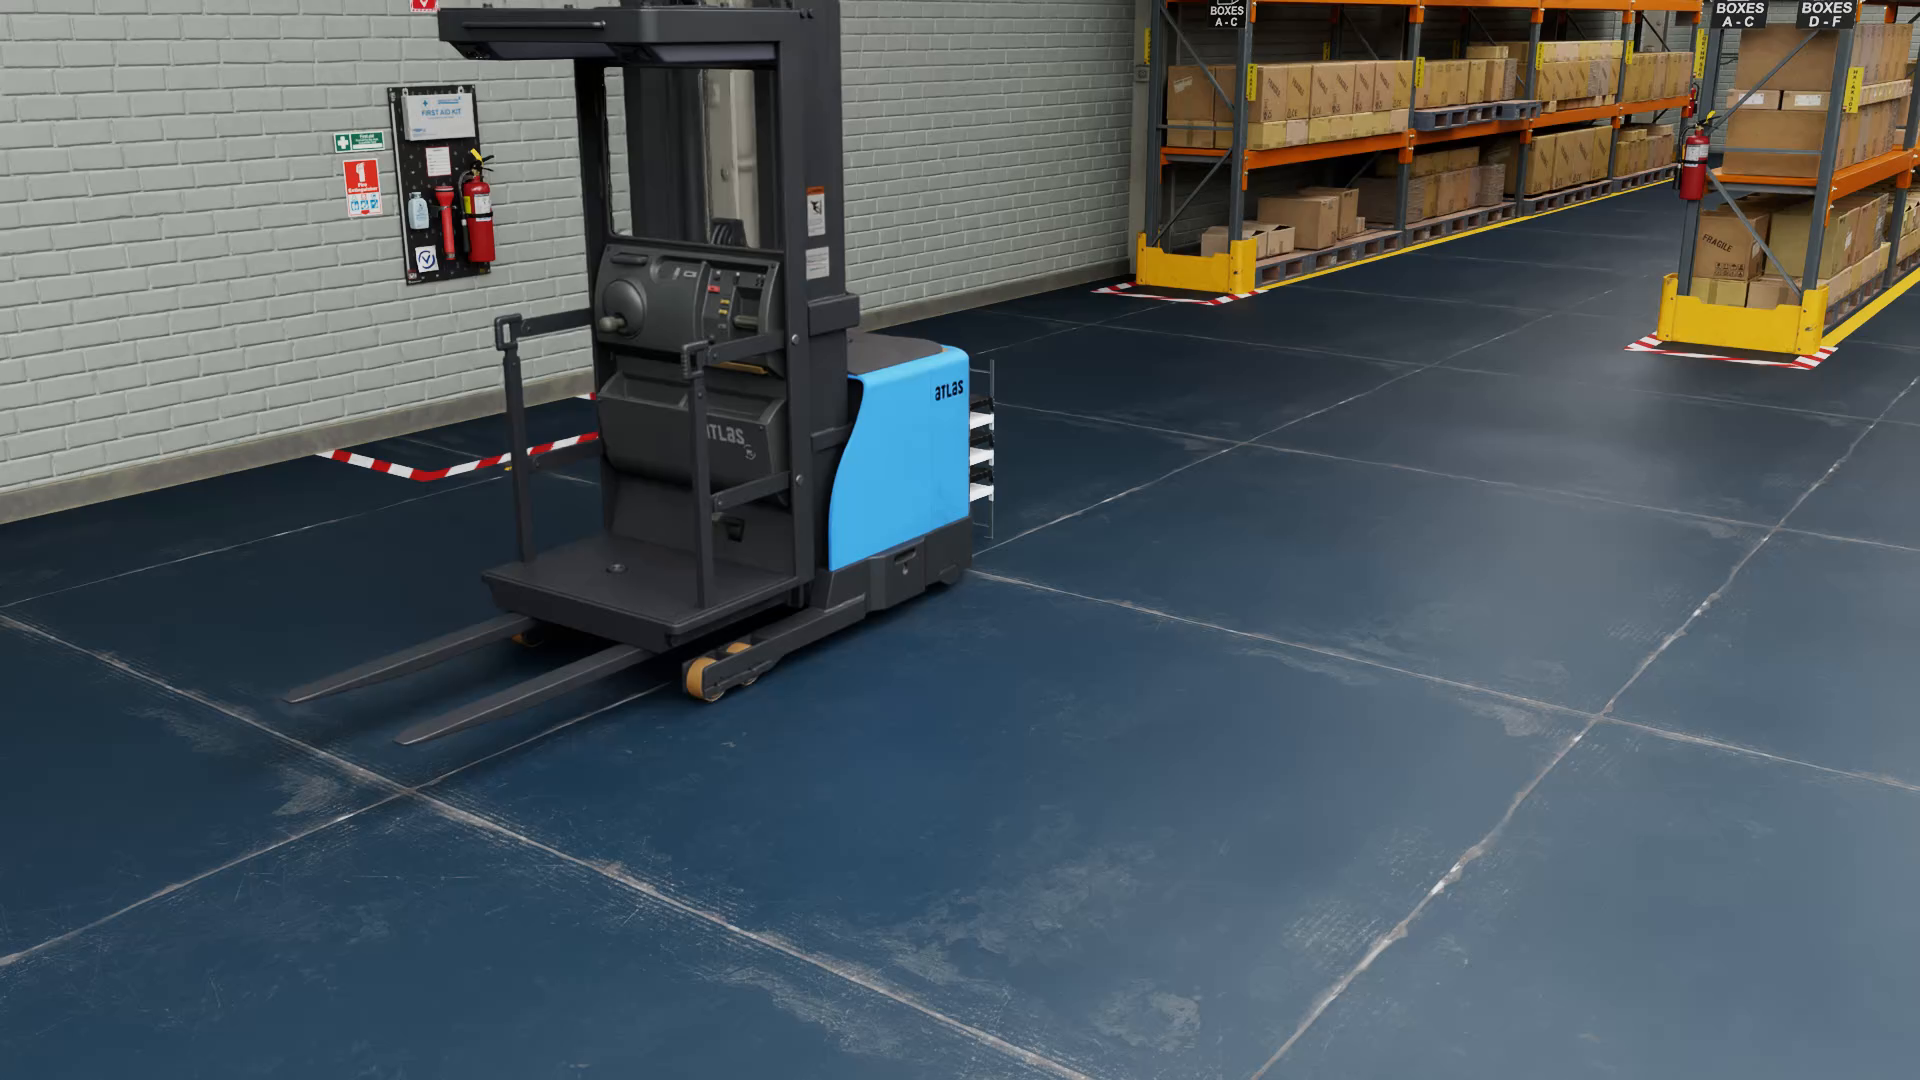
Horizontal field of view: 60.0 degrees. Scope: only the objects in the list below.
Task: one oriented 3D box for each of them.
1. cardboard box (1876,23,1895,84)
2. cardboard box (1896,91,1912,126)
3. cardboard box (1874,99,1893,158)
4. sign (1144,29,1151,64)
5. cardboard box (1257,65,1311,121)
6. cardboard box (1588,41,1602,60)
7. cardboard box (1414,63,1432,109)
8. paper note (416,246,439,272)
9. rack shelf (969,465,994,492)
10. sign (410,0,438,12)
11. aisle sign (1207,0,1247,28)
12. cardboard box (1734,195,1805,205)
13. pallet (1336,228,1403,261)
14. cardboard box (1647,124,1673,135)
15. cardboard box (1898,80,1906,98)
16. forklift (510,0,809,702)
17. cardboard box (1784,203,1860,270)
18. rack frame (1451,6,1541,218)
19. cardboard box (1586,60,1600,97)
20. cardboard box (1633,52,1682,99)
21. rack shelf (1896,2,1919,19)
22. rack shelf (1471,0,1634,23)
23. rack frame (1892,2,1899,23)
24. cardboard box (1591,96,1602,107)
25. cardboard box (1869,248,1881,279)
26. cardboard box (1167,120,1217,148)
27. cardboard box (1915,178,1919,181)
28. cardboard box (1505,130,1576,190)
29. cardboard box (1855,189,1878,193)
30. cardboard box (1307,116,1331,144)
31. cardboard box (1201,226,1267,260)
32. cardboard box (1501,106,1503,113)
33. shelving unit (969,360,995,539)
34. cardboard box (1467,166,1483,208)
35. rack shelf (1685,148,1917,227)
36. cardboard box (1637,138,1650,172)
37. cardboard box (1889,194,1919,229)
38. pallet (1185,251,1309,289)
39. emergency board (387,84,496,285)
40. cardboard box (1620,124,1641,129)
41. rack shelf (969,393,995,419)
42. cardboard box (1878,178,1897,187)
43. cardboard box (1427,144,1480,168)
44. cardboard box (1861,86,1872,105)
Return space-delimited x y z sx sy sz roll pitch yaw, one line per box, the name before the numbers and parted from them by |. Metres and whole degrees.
cardboard box | 7.737 -4.274 14.593 0.700 0.500 0.500 12 21 35
cardboard box | 9.380 -4.307 16.885 0.500 0.500 0.500 14 22 39
cardboard box | 8.027 -3.768 15.149 0.700 0.500 0.500 12 21 34
sign | 1.798 -4.682 15.777 0.100 0.325 0.005 12 21 35
cardboard box | 3.060 -4.348 16.141 0.500 0.500 0.500 12 21 35
cardboard box | 8.692 -6.893 23.413 0.500 0.250 0.500 13 21 36
cardboard box | 4.945 -5.201 19.023 0.700 0.500 0.500 12 21 35
paper note | -3.285 -1.733 10.252 0.016 0.148 0.142 12 21 35
rack shelf | 0.005 -0.314 8.153 0.258 0.077 0.200 12 21 35
sign | -3.209 -3.306 9.925 0.001 0.298 0.199 12 21 35
aisle sign | 2.429 -5.046 15.053 0.394 0.787 0.004 12 21 35
cardboard box | 7.176 -2.786 14.821 0.500 0.500 0.500 12 21 35
pallet | 4.243 -3.330 18.611 1.003 0.211 1.213 12 21 35
cardboard box | 11.498 -6.755 27.352 0.380 0.149 0.250 12 21 34
cardboard box | 8.456 -4.150 15.286 0.380 0.149 0.250 12 21 34
forklift | -1.203 -0.951 6.366 1.121 2.935 3.031 12 21 33
cardboard box | 7.294 -2.575 14.143 0.500 0.500 0.500 12 21 35
rack frame | 6.998 -5.780 21.800 1.000 3.000 0.127 12 21 35
cardboard box | 8.707 -6.537 23.531 0.500 0.500 0.500 12 21 35
cardboard box | 11.044 -7.531 26.930 0.980 0.700 0.700 12 21 34
rack shelf | 12.170 -6.471 20.180 1.077 0.370 4.000 12 21 35
rack shelf | 8.190 -7.346 22.996 1.077 0.370 4.000 12 21 35
rack frame | 10.979 -4.906 18.984 1.000 3.000 0.127 12 21 35
cardboard box | 8.975 -6.301 23.866 0.380 0.149 0.250 12 21 35
cardboard box | 8.189 -2.574 15.404 0.500 0.250 0.500 12 21 35
cardboard box | 2.354 -3.959 16.152 0.500 0.250 0.500 13 21 35
cardboard box | 11.479 -3.980 19.476 0.500 0.500 0.500 14 22 37
cardboard box | 8.069 -5.314 23.214 0.750 0.750 0.750 12 21 34
cardboard box | 9.513 -3.618 17.820 0.500 0.311 0.500 12 21 34
cardboard box | 3.383 -4.120 16.671 0.500 0.250 0.500 12 21 34
cardboard box | 2.716 -2.950 16.477 0.500 0.311 0.500 10 20 29
cardboard box | 7.380 -5.708 21.955 0.380 0.149 0.250 12 21 34
shelving unit | -7.680 1.249 2.705 6.000 0.900 18.469 12 21 35
cardboard box | 20.828 -3.987 15.739 30.589 2.729 9.244 12 21 35
rack shelf | 7.404 -3.133 14.489 1.077 0.370 4.000 12 21 35
cardboard box | 10.519 -6.141 26.468 0.700 0.500 0.500 13 21 36
cardboard box | 9.652 -3.405 17.133 0.500 0.311 0.500 12 21 33
pallet | 2.789 -2.749 16.739 1.003 0.211 1.213 12 21 35
emergency board | -3.124 -2.184 10.218 0.194 1.169 0.643 12 21 35
cardboard box | 11.041 -6.762 27.375 0.380 0.149 0.250 12 21 35
rack shelf | 0.005 -0.658 8.046 0.258 0.077 0.200 12 21 35
cardboard box | 10.431 -3.988 19.012 0.500 0.311 0.500 13 22 37
cardboard box | 6.221 -4.850 21.011 0.500 0.250 0.500 13 21 36
cardboard box | 7.385 -3.721 13.905 0.380 0.149 0.250 12 21 34
